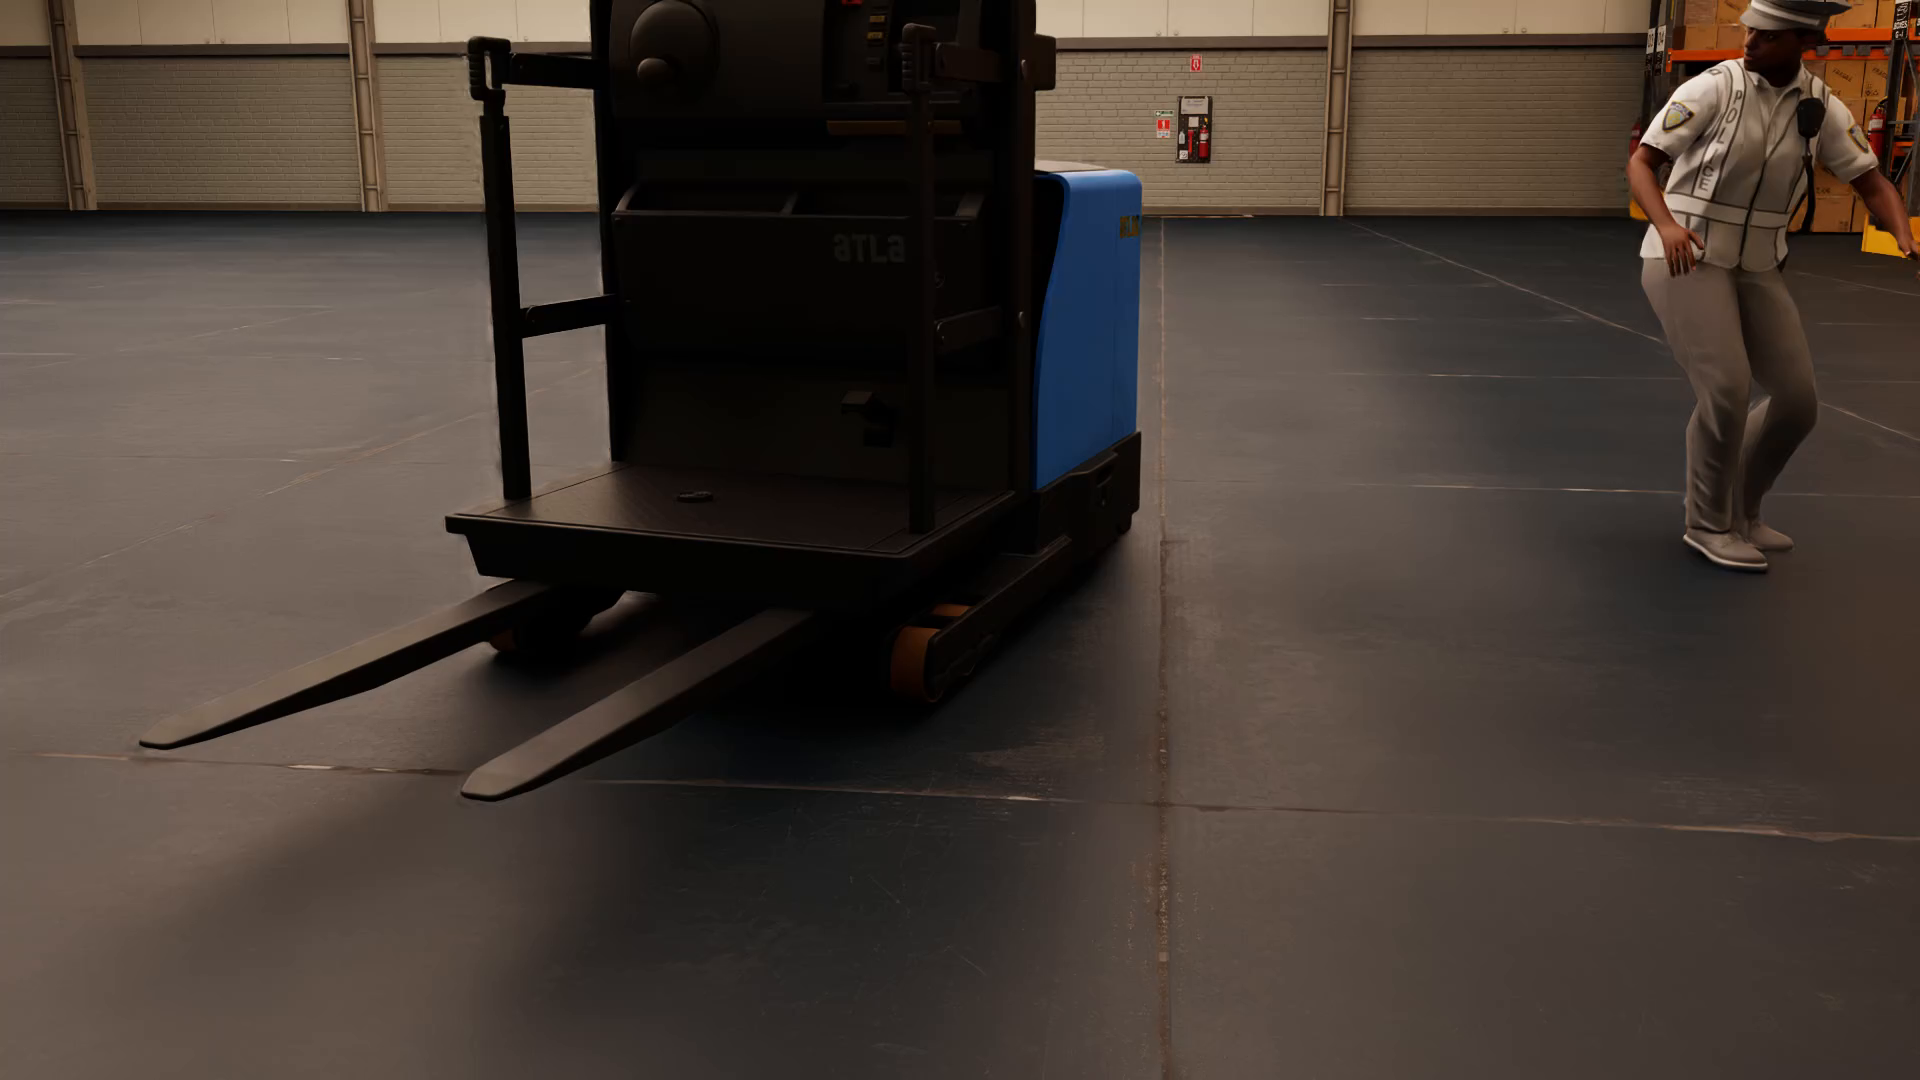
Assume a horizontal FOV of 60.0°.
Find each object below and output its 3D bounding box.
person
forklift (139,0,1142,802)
[{"bbox_3d":[2.204,-0.715,4.559,0.700,1.612,0.669,-3,13,-11],"label":"person"},{"bbox_3d":[-0.449,-1.189,3.595,1.130,2.935,3.031,5,14,20],"label":"forklift"}]
